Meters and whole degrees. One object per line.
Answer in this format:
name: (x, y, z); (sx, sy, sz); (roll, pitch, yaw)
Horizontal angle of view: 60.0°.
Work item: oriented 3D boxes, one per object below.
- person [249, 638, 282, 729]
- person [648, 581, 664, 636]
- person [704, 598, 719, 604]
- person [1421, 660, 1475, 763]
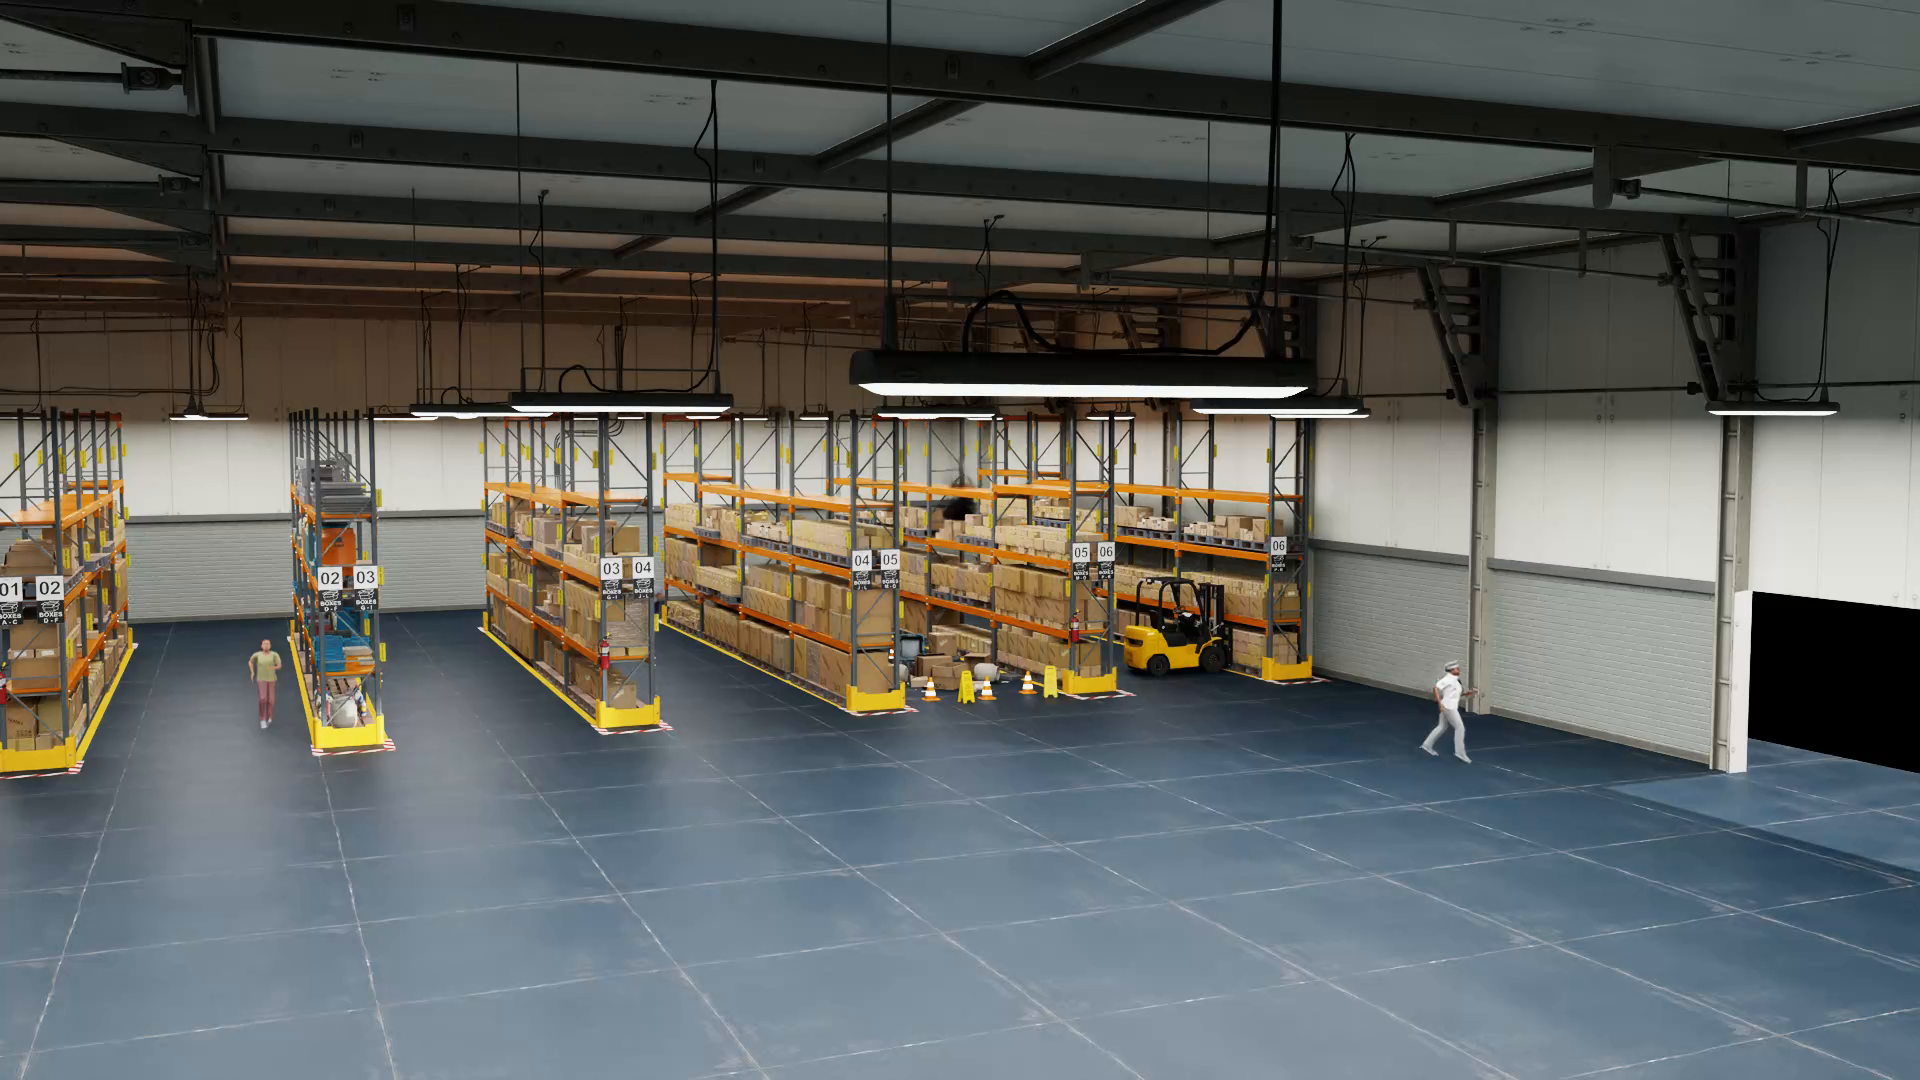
person: (-13.073, 2.694, 31.350); (0.544, 1.708, 0.708); (-2, 5, -30)
person: (-8.172, 1.824, 44.171); (0.577, 1.712, 0.776); (-1, 4, -20)
person: (-7.395, 1.433, 49.659); (0.746, 1.675, 0.605); (-1, 4, -17)
person: (8.294, 2.891, 28.234); (0.846, 1.738, 0.547); (2, 4, 21)
